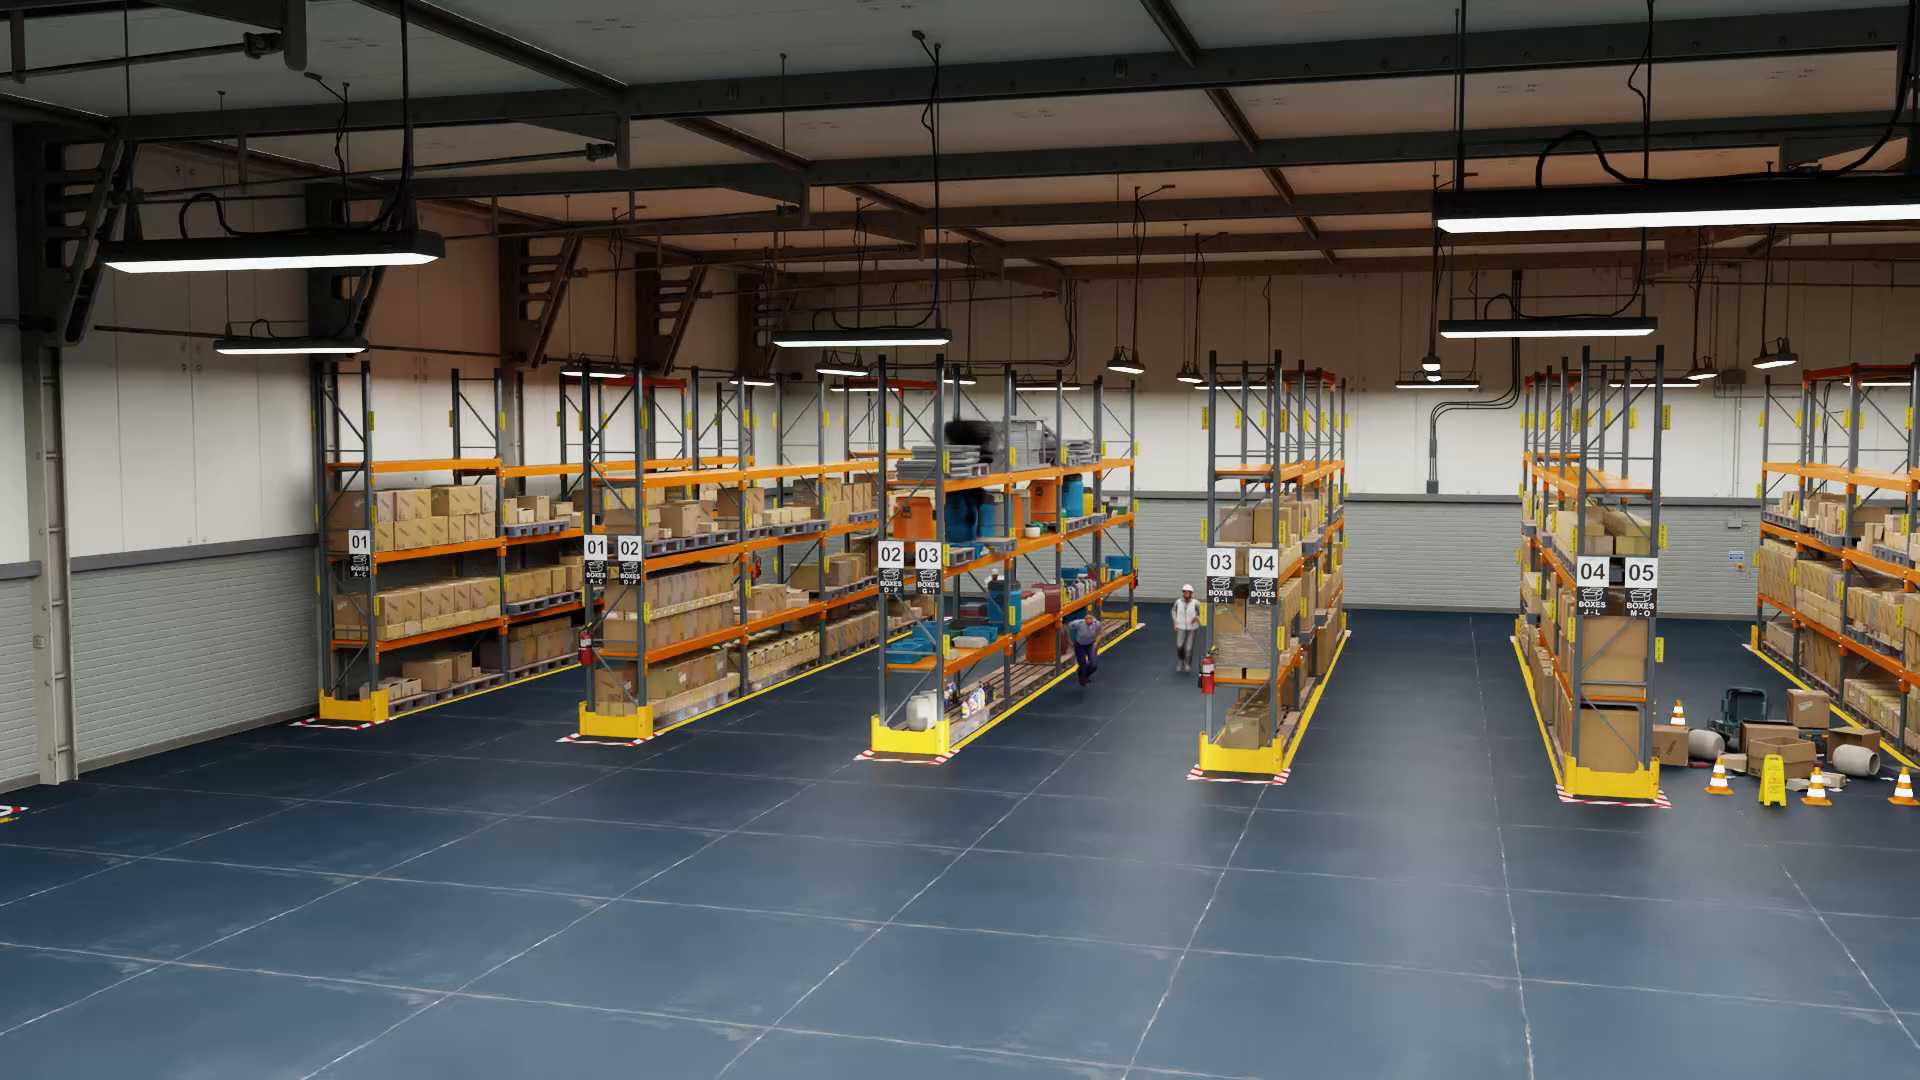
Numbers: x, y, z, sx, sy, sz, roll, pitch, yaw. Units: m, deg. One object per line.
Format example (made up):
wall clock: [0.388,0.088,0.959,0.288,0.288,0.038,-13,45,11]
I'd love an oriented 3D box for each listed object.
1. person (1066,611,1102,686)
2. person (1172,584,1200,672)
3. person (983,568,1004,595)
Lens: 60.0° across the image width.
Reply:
person: [2.231,1.965,29.999,0.628,1.445,0.758,-1,4,-7]
person: [4.519,1.763,33.107,0.656,1.760,0.670,1,4,12]
person: [0.850,1.445,39.020,0.629,1.629,1.003,0,4,2]
